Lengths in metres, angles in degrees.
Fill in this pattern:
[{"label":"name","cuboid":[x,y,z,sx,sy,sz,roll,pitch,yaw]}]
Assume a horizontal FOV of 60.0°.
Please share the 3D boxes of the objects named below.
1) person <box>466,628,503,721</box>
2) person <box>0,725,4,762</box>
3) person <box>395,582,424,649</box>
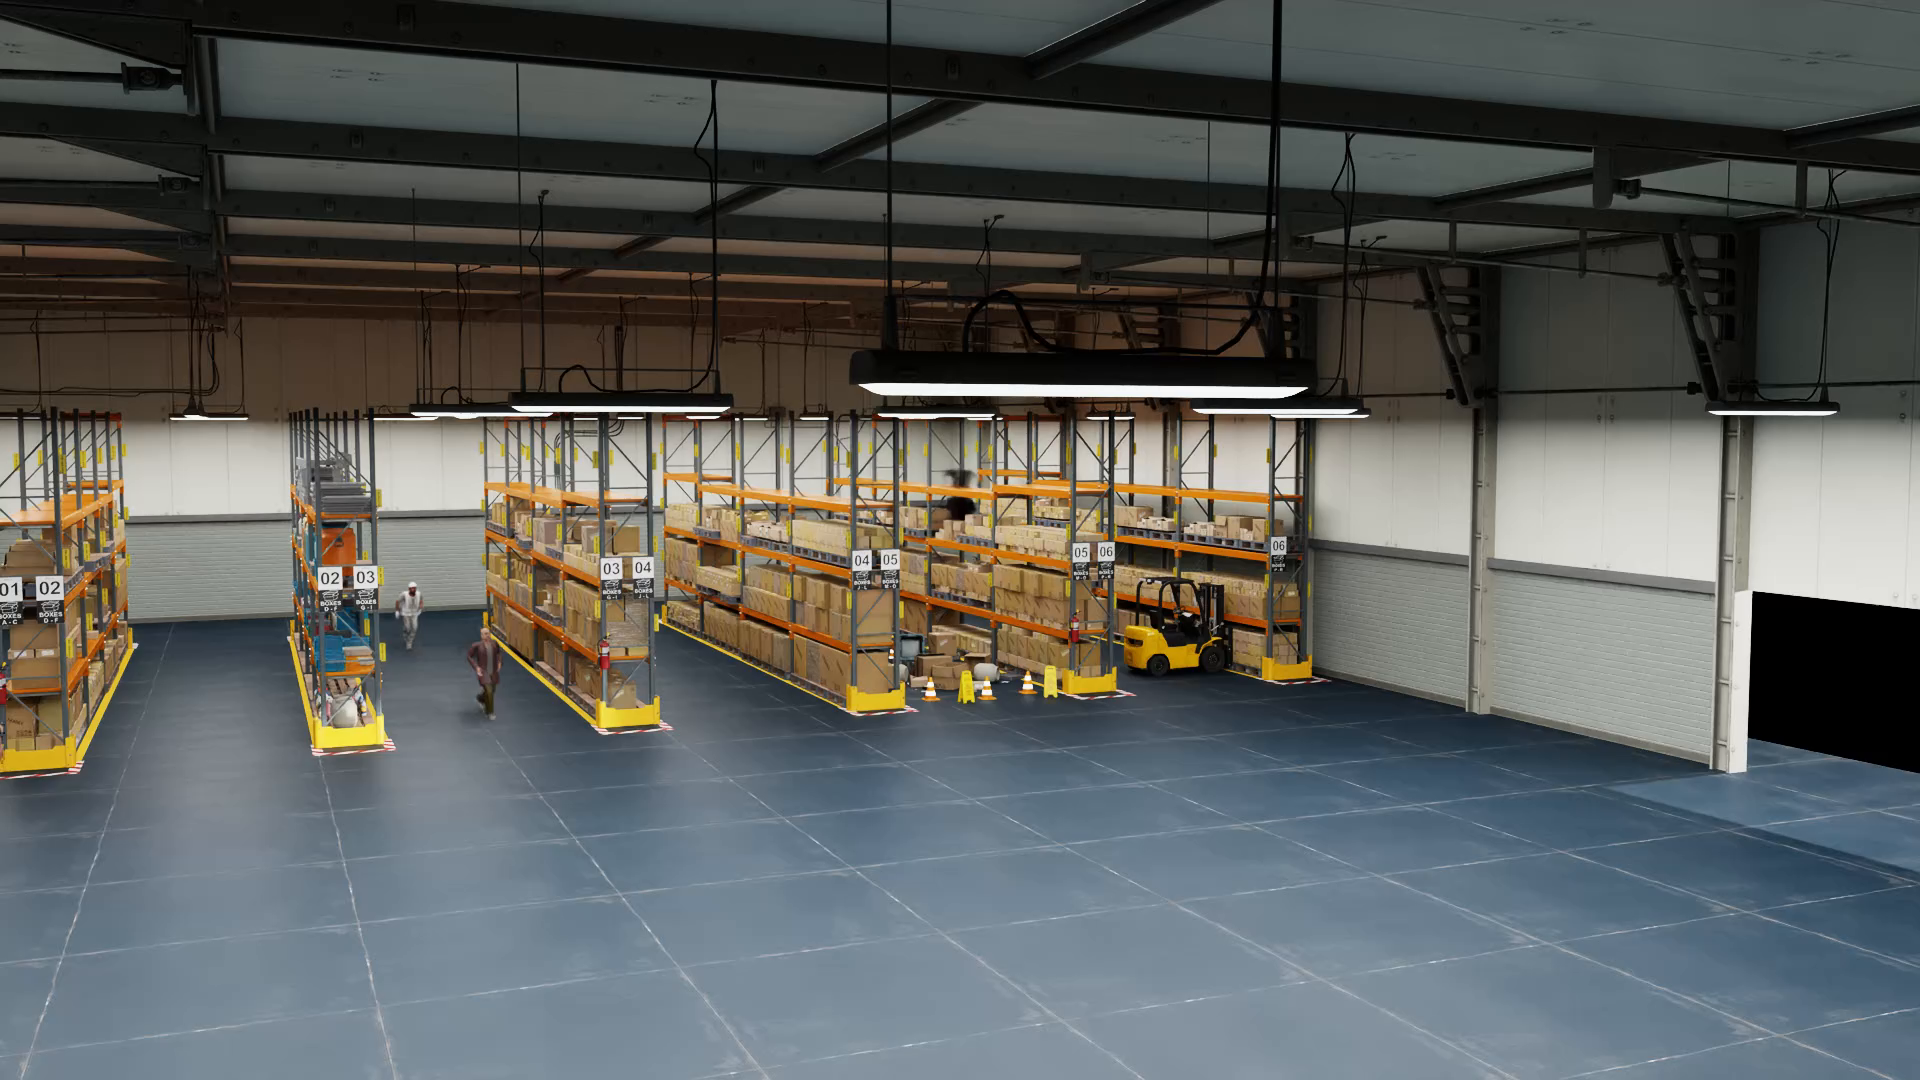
[{"label":"person","cuboid":[-9.234,2.581,32.303,0.711,1.777,0.861,-3,5,-39]},{"label":"person","cuboid":[-15.519,3.065,26.421,0.582,1.596,0.584,1,4,11]},{"label":"person","cuboid":[-14.004,1.910,42.312,0.679,1.707,0.700,-3,5,-39]}]
